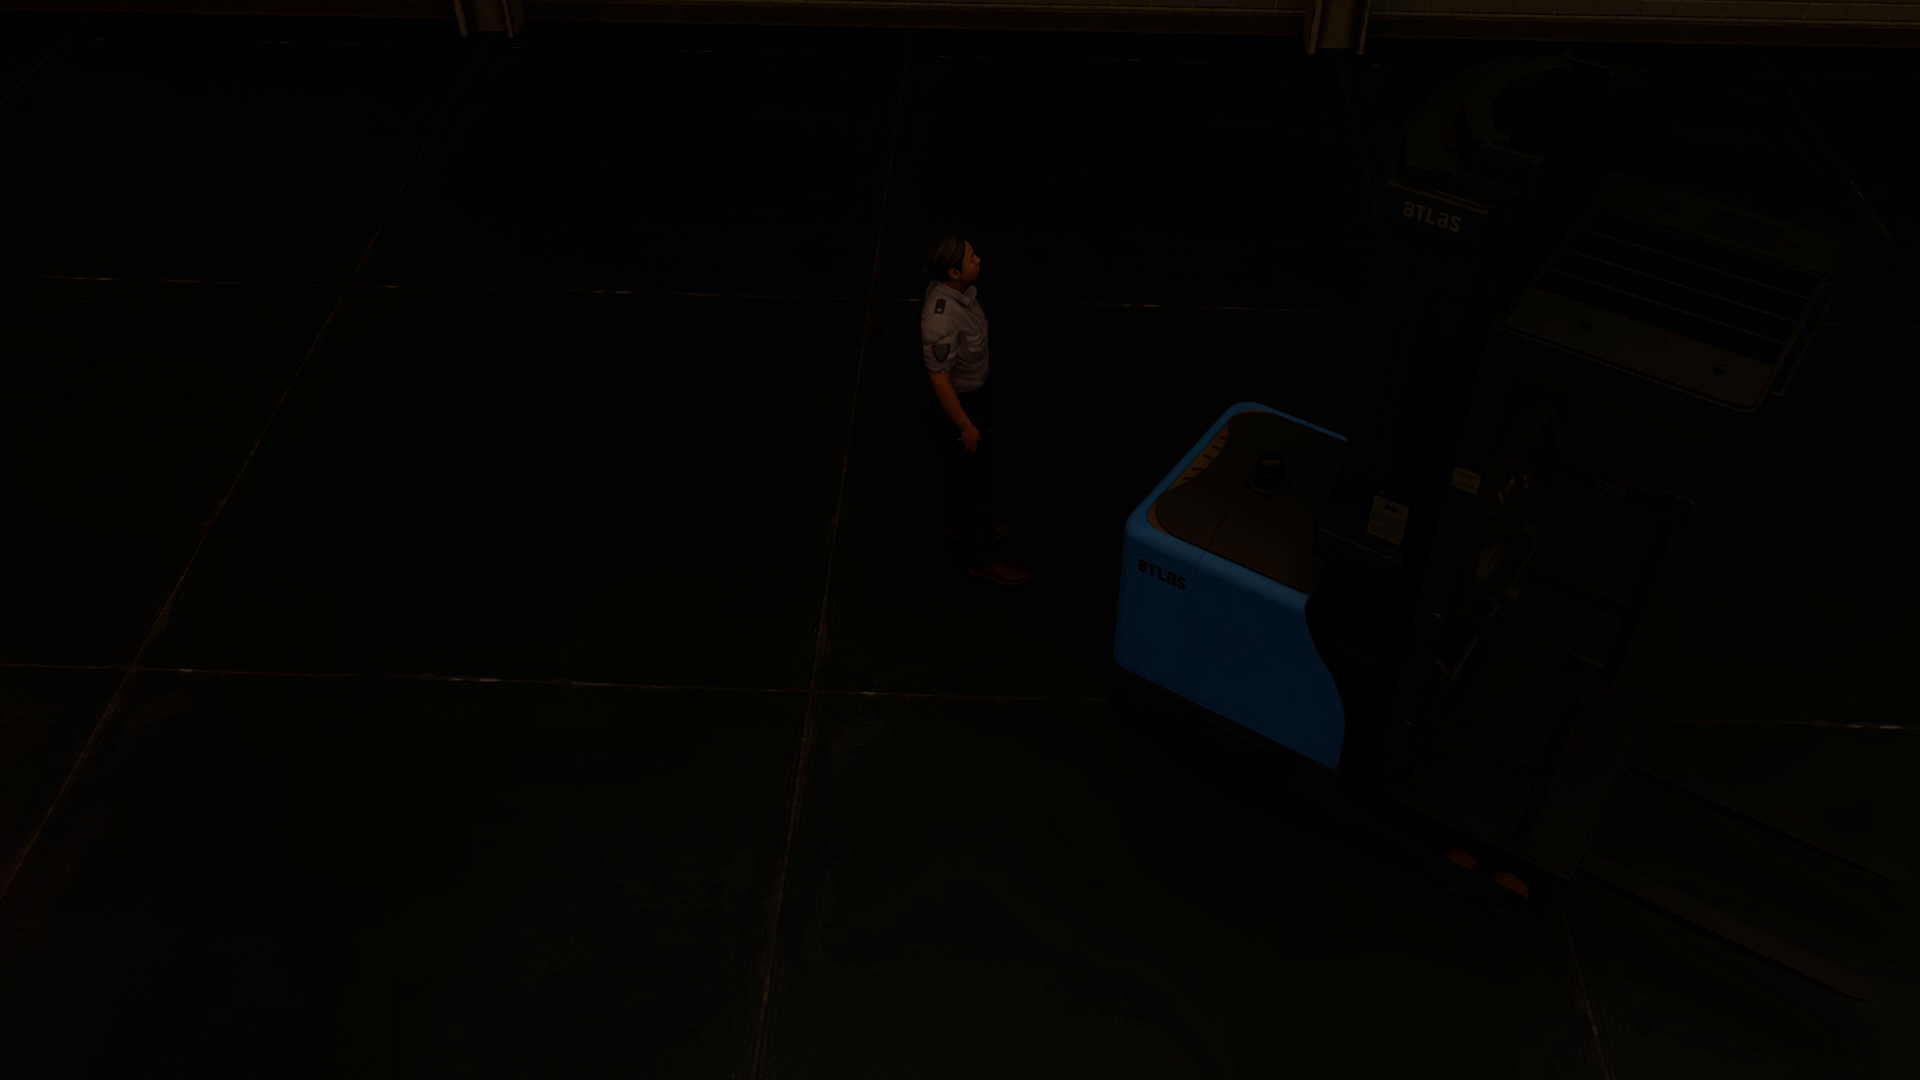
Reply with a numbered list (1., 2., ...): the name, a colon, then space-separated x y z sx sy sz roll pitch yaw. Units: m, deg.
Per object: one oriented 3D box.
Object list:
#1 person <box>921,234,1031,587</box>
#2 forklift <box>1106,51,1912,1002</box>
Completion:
1. person: 0.089 -0.596 7.335 0.502 1.651 0.598 2 42 2
2. forklift: 2.127 -0.065 5.813 3.031 2.935 1.130 25 48 25
